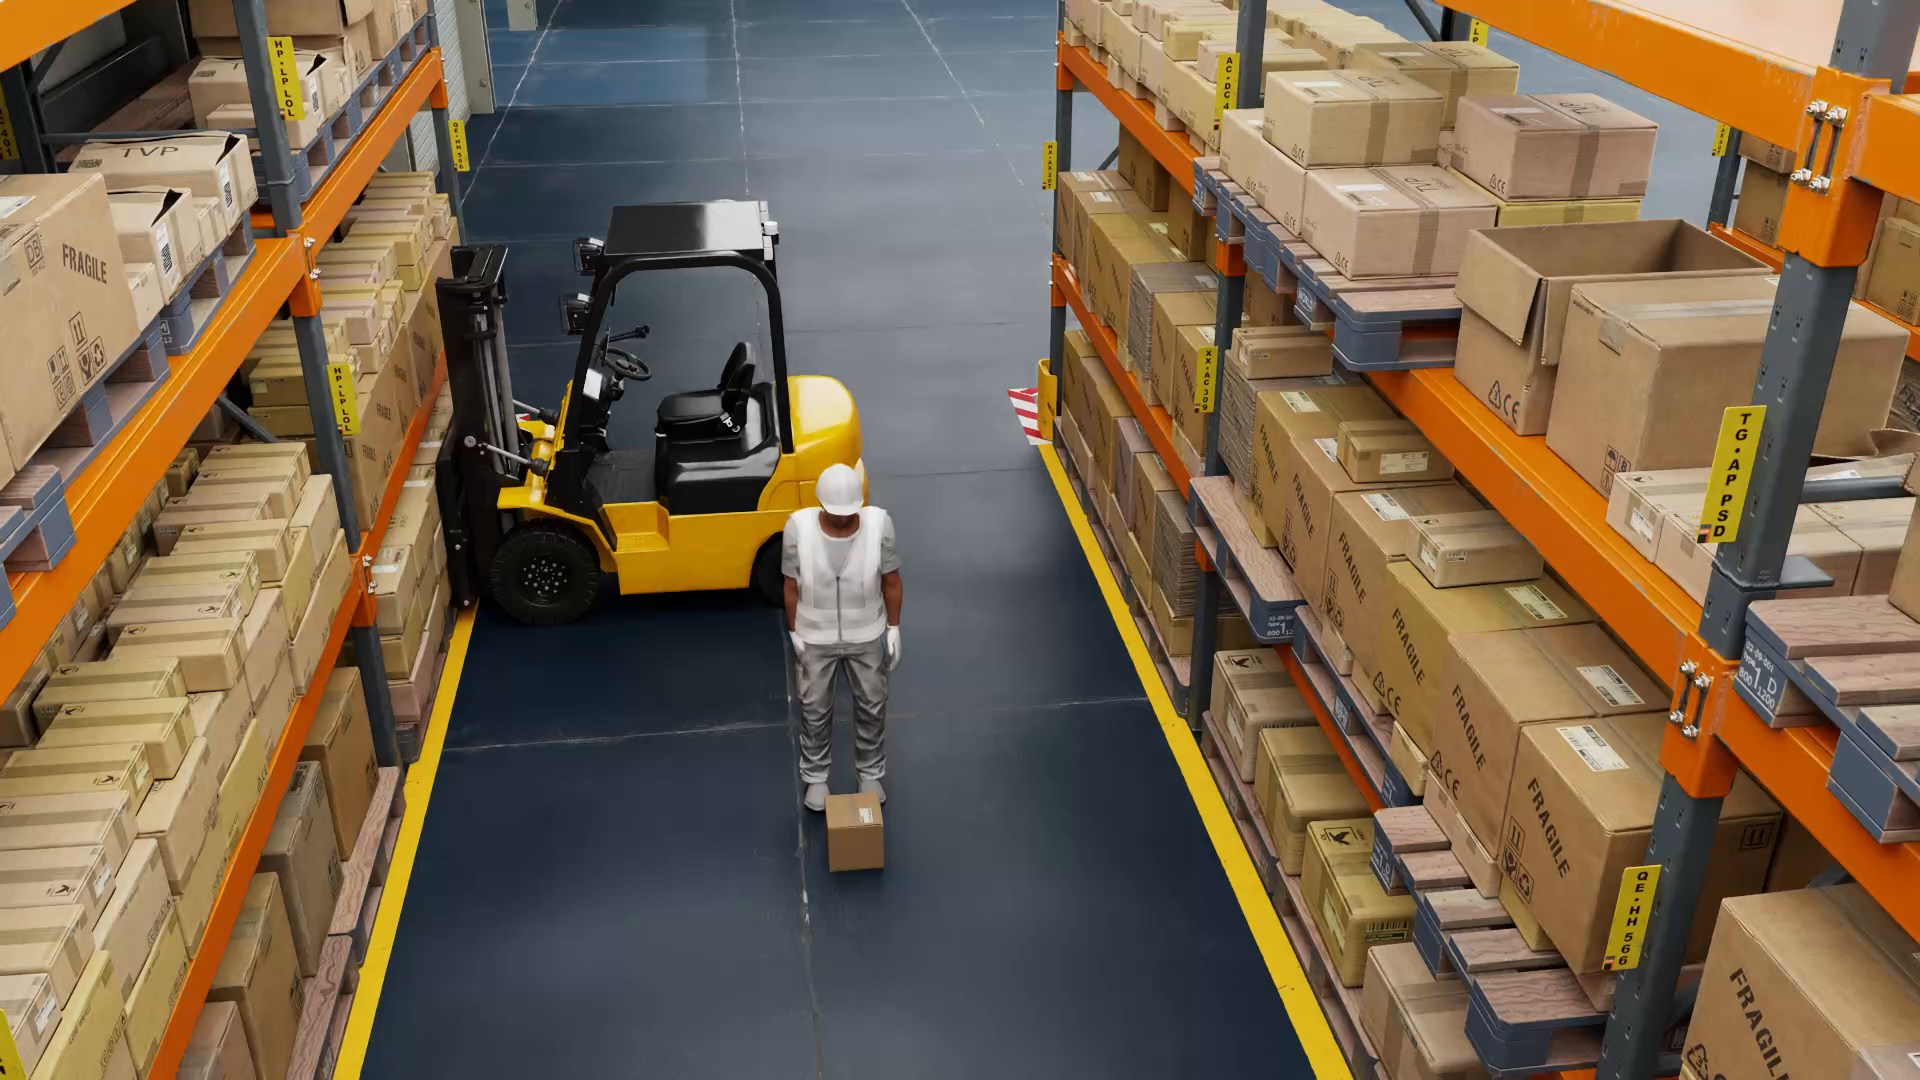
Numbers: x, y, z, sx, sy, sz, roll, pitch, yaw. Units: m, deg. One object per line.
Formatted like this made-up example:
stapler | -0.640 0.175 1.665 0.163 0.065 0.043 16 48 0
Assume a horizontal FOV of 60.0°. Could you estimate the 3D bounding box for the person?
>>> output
person | -0.538 0.443 7.737 0.553 1.768 0.372 -3 27 -6
